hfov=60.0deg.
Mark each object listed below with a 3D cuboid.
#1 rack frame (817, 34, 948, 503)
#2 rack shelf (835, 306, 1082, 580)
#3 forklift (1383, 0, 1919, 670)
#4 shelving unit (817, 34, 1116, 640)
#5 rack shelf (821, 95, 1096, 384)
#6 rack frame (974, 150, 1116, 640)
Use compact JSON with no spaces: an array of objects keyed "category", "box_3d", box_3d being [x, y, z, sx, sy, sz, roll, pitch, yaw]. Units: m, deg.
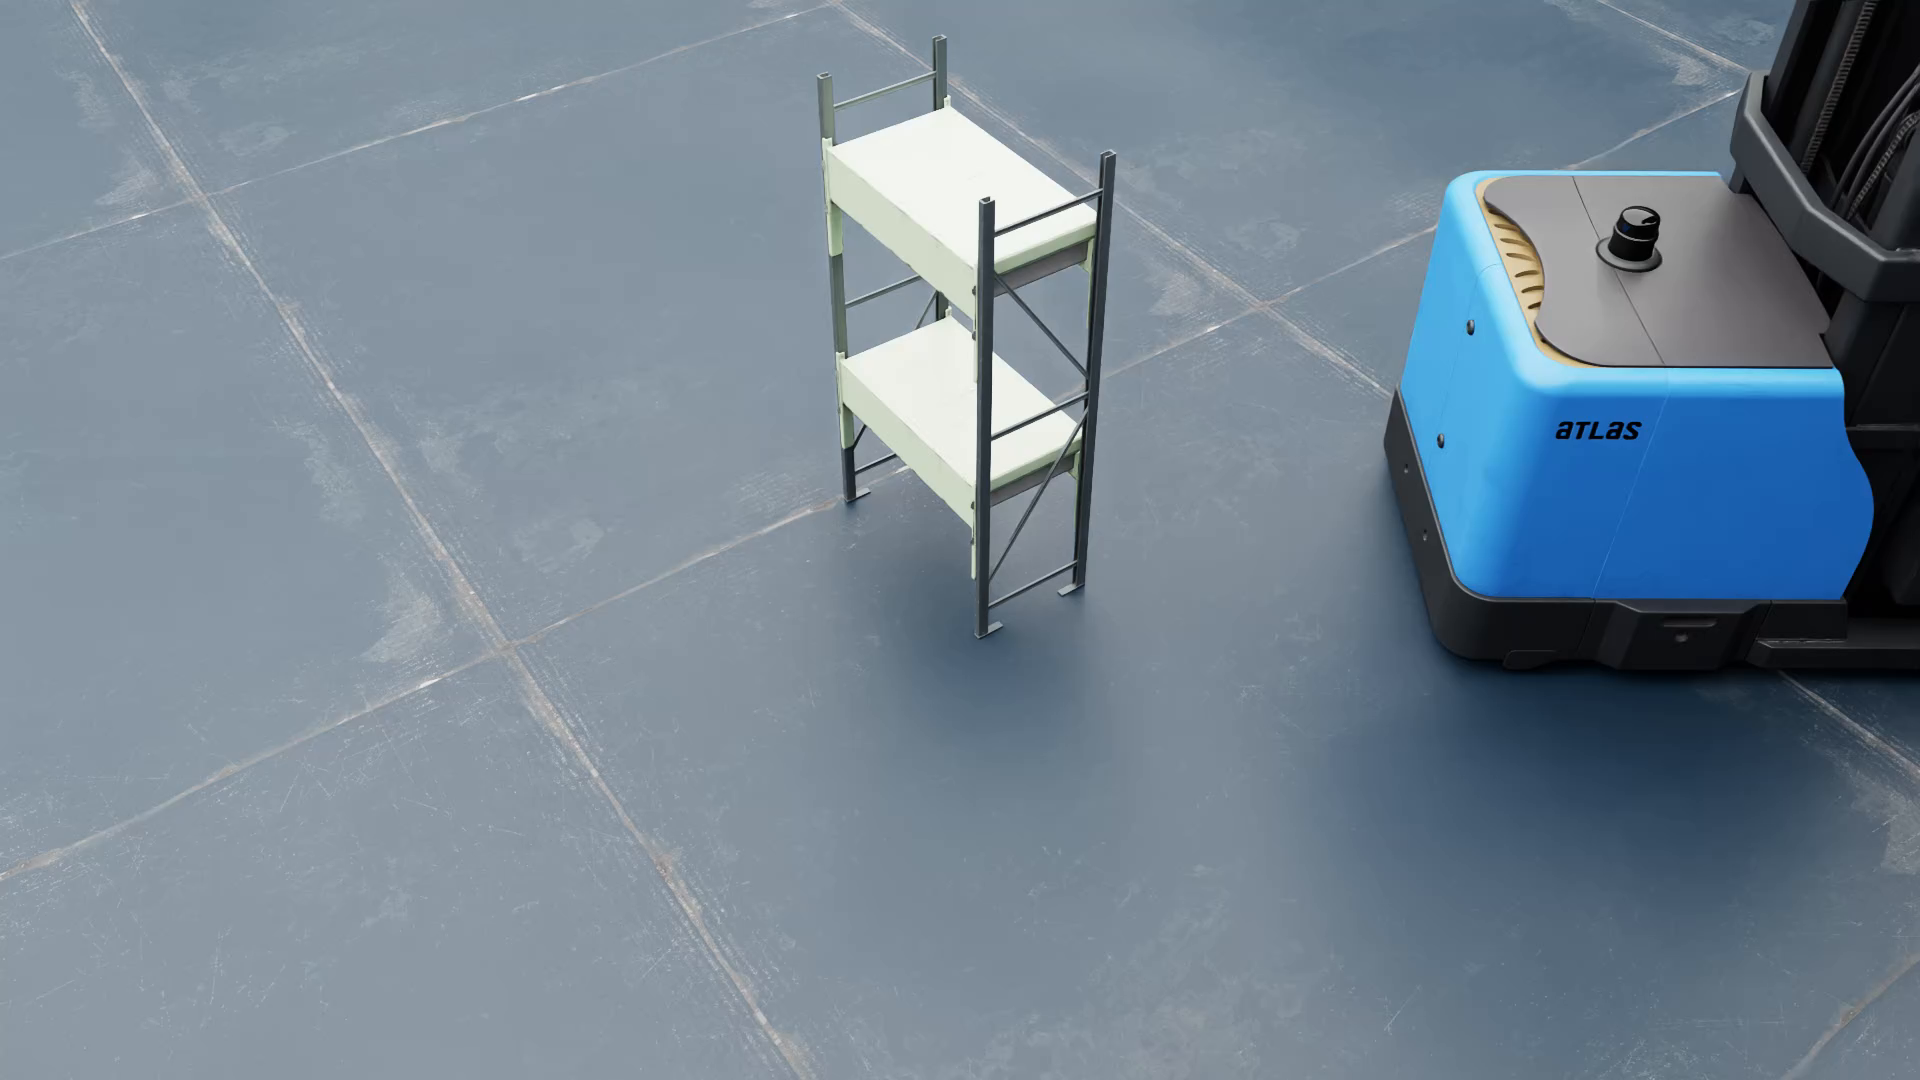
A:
[{"category":"rack frame","box_3d":[-0.206,-0.746,4.945,0.400,1.500,0.023,-26,49,-24]},{"category":"rack shelf","box_3d":[0.004,-0.303,4.953,0.431,0.370,0.720,-26,49,-24]},{"category":"forklift","box_3d":[2.905,-1.019,4.195,3.031,2.935,1.130,0,44,0]},{"category":"shelving unit","box_3d":[0.004,-0.539,4.728,0.431,1.500,0.755,-26,49,-24]},{"category":"rack shelf","box_3d":[0.004,-0.821,4.459,0.431,0.370,0.720,-26,49,-24]},{"category":"rack frame","box_3d":[0.213,-0.331,4.511,0.400,1.500,0.023,-26,49,-24]}]
